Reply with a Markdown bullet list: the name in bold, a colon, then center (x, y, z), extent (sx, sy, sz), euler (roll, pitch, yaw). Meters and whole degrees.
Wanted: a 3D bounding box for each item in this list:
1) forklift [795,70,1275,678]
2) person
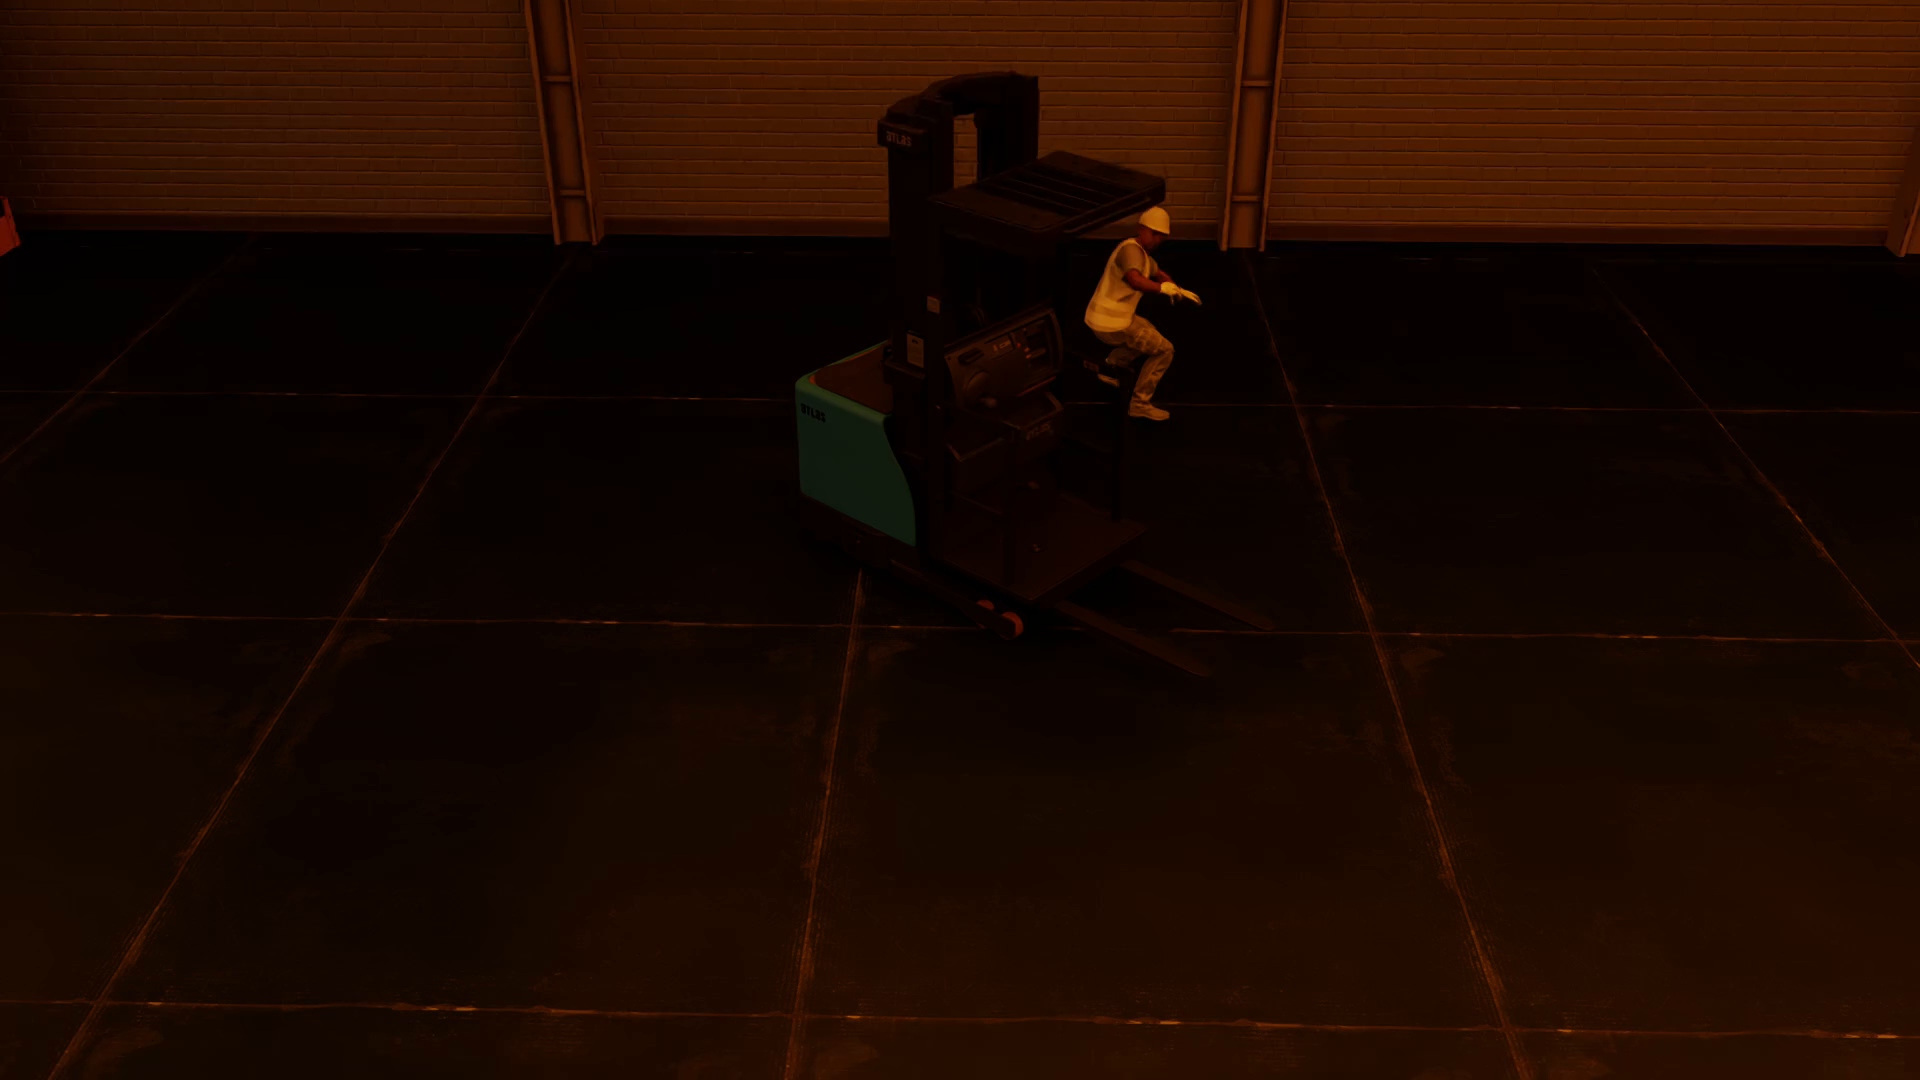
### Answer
- **forklift**: center (0.413, -0.986, 9.286), extent (3.031, 2.935, 1.130), euler (25, 39, 36)
- **person**: center (1.347, -1.596, 11.772), extent (0.926, 1.513, 0.825), euler (-3, 31, -5)
